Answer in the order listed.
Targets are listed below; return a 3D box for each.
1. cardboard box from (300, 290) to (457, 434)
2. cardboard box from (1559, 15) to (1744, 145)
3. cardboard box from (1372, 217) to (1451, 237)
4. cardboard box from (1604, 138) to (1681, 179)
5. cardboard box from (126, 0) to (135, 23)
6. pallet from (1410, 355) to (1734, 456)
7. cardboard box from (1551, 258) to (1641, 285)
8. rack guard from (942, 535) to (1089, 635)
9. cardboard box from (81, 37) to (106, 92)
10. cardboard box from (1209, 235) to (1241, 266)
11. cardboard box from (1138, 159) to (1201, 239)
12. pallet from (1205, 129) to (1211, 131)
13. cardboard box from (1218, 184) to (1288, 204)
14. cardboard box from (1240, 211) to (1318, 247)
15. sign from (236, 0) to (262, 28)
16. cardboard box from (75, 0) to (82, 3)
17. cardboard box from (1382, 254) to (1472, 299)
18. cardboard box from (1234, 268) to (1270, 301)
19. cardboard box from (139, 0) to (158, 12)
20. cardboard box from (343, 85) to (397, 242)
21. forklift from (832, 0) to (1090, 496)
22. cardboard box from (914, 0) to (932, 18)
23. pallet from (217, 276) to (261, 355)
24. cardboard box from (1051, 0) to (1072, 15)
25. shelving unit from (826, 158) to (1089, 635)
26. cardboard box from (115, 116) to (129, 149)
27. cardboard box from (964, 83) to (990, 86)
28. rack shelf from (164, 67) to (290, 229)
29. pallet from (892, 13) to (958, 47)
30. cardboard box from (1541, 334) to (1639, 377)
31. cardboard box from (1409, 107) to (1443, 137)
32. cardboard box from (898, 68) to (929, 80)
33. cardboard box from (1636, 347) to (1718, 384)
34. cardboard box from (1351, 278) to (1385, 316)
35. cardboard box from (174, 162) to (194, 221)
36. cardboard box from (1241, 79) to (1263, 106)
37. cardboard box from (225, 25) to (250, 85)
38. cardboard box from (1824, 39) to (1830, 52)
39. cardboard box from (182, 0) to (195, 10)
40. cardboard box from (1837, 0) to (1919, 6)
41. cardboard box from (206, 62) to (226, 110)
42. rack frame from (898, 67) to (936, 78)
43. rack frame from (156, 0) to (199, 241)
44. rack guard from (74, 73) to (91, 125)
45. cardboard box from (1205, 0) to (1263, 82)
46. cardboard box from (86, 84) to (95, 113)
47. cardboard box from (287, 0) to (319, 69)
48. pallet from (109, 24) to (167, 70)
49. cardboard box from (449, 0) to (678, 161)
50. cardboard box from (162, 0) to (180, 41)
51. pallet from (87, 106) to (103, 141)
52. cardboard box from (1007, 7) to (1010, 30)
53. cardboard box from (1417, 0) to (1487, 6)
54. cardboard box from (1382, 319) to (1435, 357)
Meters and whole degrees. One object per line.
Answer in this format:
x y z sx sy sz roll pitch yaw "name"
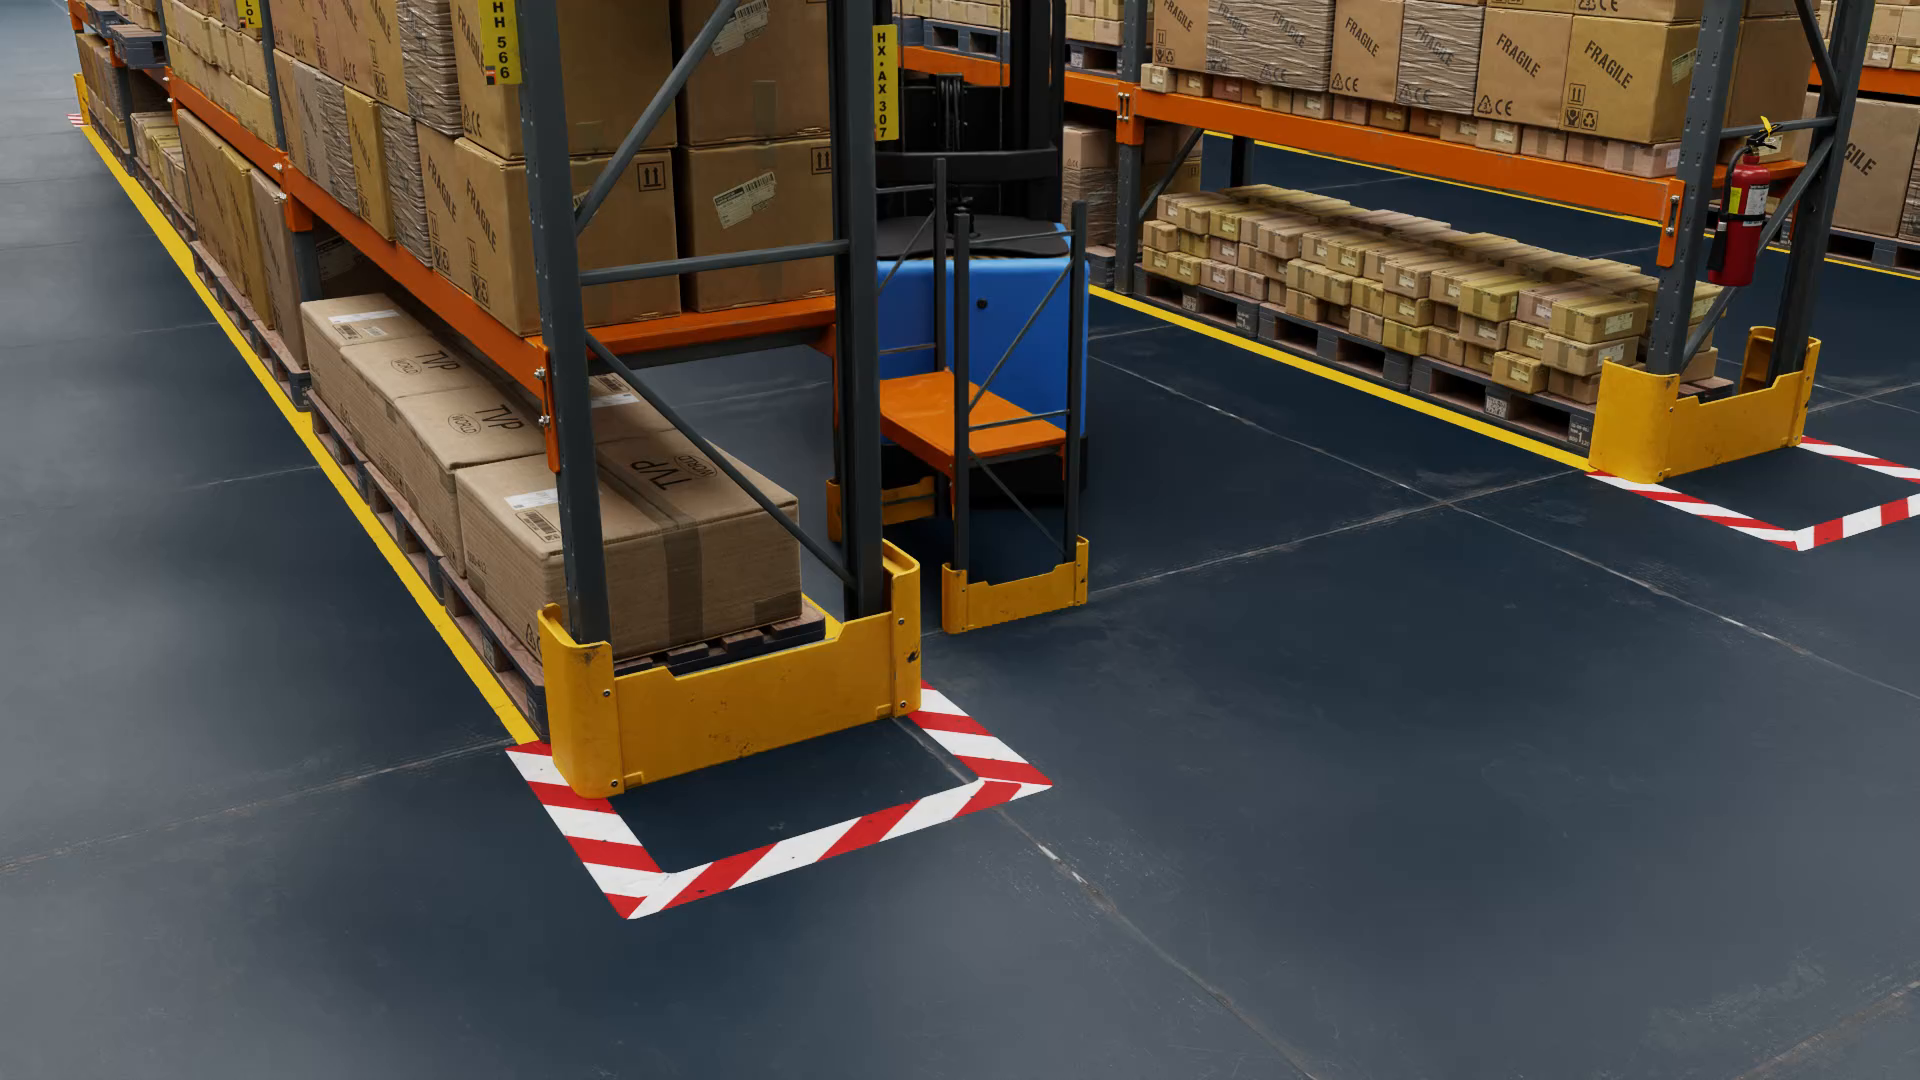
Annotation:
-2.521 -0.866 7.804 0.875 0.438 0.875 -13 25 -29 "cardboard box"
3.047 -2.053 7.350 0.500 0.500 0.500 -12 25 -27 "cardboard box"
2.590 -1.744 9.556 0.380 0.149 0.250 -14 26 -30 "cardboard box"
3.088 -1.708 7.362 0.380 0.149 0.250 -13 25 -28 "cardboard box"
-5.803 -3.832 12.031 0.380 0.149 0.250 -12 25 -27 "cardboard box"
3.075 -0.775 8.439 1.003 0.211 1.213 -13 25 -28 "pallet"
3.260 -1.329 8.537 0.380 0.149 0.250 -13 25 -28 "cardboard box"
0.205 0.162 6.080 0.587 0.250 0.087 -12 25 -26 "rack guard"
-8.421 -4.745 16.600 0.500 0.500 0.500 -14 26 -30 "cardboard box"
1.727 -1.764 10.000 0.380 0.149 0.250 -13 25 -29 "cardboard box"
1.305 -2.394 11.480 0.500 0.500 0.500 -12 25 -26 "cardboard box"
2.710 -4.640 17.946 1.003 0.211 1.213 -13 25 -28 "pallet"
1.860 -2.152 10.560 0.380 0.149 0.250 -12 25 -27 "cardboard box"
1.867 -1.813 9.726 0.380 0.149 0.250 -13 26 -30 "cardboard box"
-3.211 -2.475 7.484 0.100 0.325 0.005 -13 25 -28 "sign"
-8.586 -5.430 16.520 0.380 0.149 0.250 -12 25 -27 "cardboard box"
2.426 -1.369 8.634 0.380 0.149 0.250 -12 25 -26 "cardboard box"
1.845 -1.533 9.827 0.380 0.149 0.250 -13 26 -29 "cardboard box"
-5.264 -3.850 11.214 0.500 0.500 0.500 -13 26 -30 "cardboard box"
-1.969 -1.434 6.223 0.500 0.500 0.500 -12 25 -27 "cardboard box"
-0.082 -2.046 7.953 1.130 2.935 3.031 -2 22 -4 "forklift"
-0.119 -3.996 12.434 0.380 0.149 0.250 -11 25 -26 "cardboard box"
-3.835 -1.422 10.029 1.003 0.211 1.213 -13 25 -28 "pallet"
0.822 -3.540 10.919 0.380 0.149 0.250 -11 25 -26 "cardboard box"
-0.033 -0.581 6.250 0.587 1.500 1.083 -12 25 -26 "shelving unit"
-7.369 -3.733 15.106 0.500 0.250 0.500 -11 25 -26 "cardboard box"
0.253 -3.414 12.993 0.500 0.250 0.500 -12 25 -27 "cardboard box"
-3.771 -2.397 9.680 1.077 0.370 4.000 -13 25 -28 "rack shelf"
-0.133 -4.063 13.079 1.213 0.211 1.003 -13 25 -28 "pallet"
2.983 -0.900 7.876 0.380 0.149 0.250 -13 26 -30 "cardboard box"
2.506 -2.141 8.430 0.380 0.149 0.250 -14 26 -30 "cardboard box"
-0.822 -3.729 14.433 1.050 0.750 0.750 -13 25 -29 "cardboard box"
3.505 -0.878 8.216 0.380 0.149 0.250 -12 25 -27 "cardboard box"
2.325 -1.320 8.909 0.380 0.149 0.250 -11 25 -26 "cardboard box"
-5.073 -2.540 12.008 0.950 0.372 0.625 -15 26 -32 "cardboard box"
1.829 -2.562 9.465 0.380 0.149 0.250 -14 26 -31 "cardboard box"
-3.445 -2.501 8.517 0.500 0.250 0.500 -12 25 -27 "cardboard box"
6.171 -3.375 11.465 0.380 0.149 0.250 -13 25 -29 "cardboard box"
-4.238 -3.351 9.612 0.500 0.500 0.500 -12 25 -27 "cardboard box"
6.310 -3.872 11.162 0.500 0.500 0.500 -14 26 -30 "cardboard box"
-3.963 -2.608 9.444 0.500 0.250 0.500 -13 25 -28 "cardboard box"
-0.589 -4.362 13.561 1.000 3.000 0.127 -13 25 -28 "rack frame"
-4.792 -3.378 11.138 1.000 3.000 0.127 -13 25 -28 "rack frame"
-8.840 -4.785 17.919 1.175 0.500 0.348 -13 25 -28 "rack guard"
1.750 -2.884 9.396 0.500 0.500 0.500 -13 25 -28 "cardboard box"
-8.705 -4.574 17.174 0.500 0.250 0.500 -13 25 -29 "cardboard box"
-2.462 -2.227 6.846 0.500 0.500 0.500 -13 25 -29 "cardboard box"
-5.248 -3.499 11.691 1.213 0.211 1.003 -13 25 -28 "pallet"
-1.157 -1.408 4.830 0.500 0.500 0.500 -12 25 -27 "cardboard box"
-4.746 -3.328 10.551 0.500 0.250 0.500 -13 25 -29 "cardboard box"
-8.456 -4.381 17.310 1.003 0.211 1.213 -13 25 -28 "pallet"
0.548 -3.571 11.390 0.380 0.149 0.250 -14 26 -30 "cardboard box"
2.518 -2.851 7.986 0.500 0.500 0.500 -11 25 -26 "cardboard box"
2.449 -1.091 8.739 0.380 0.149 0.250 -14 26 -31 "cardboard box"
